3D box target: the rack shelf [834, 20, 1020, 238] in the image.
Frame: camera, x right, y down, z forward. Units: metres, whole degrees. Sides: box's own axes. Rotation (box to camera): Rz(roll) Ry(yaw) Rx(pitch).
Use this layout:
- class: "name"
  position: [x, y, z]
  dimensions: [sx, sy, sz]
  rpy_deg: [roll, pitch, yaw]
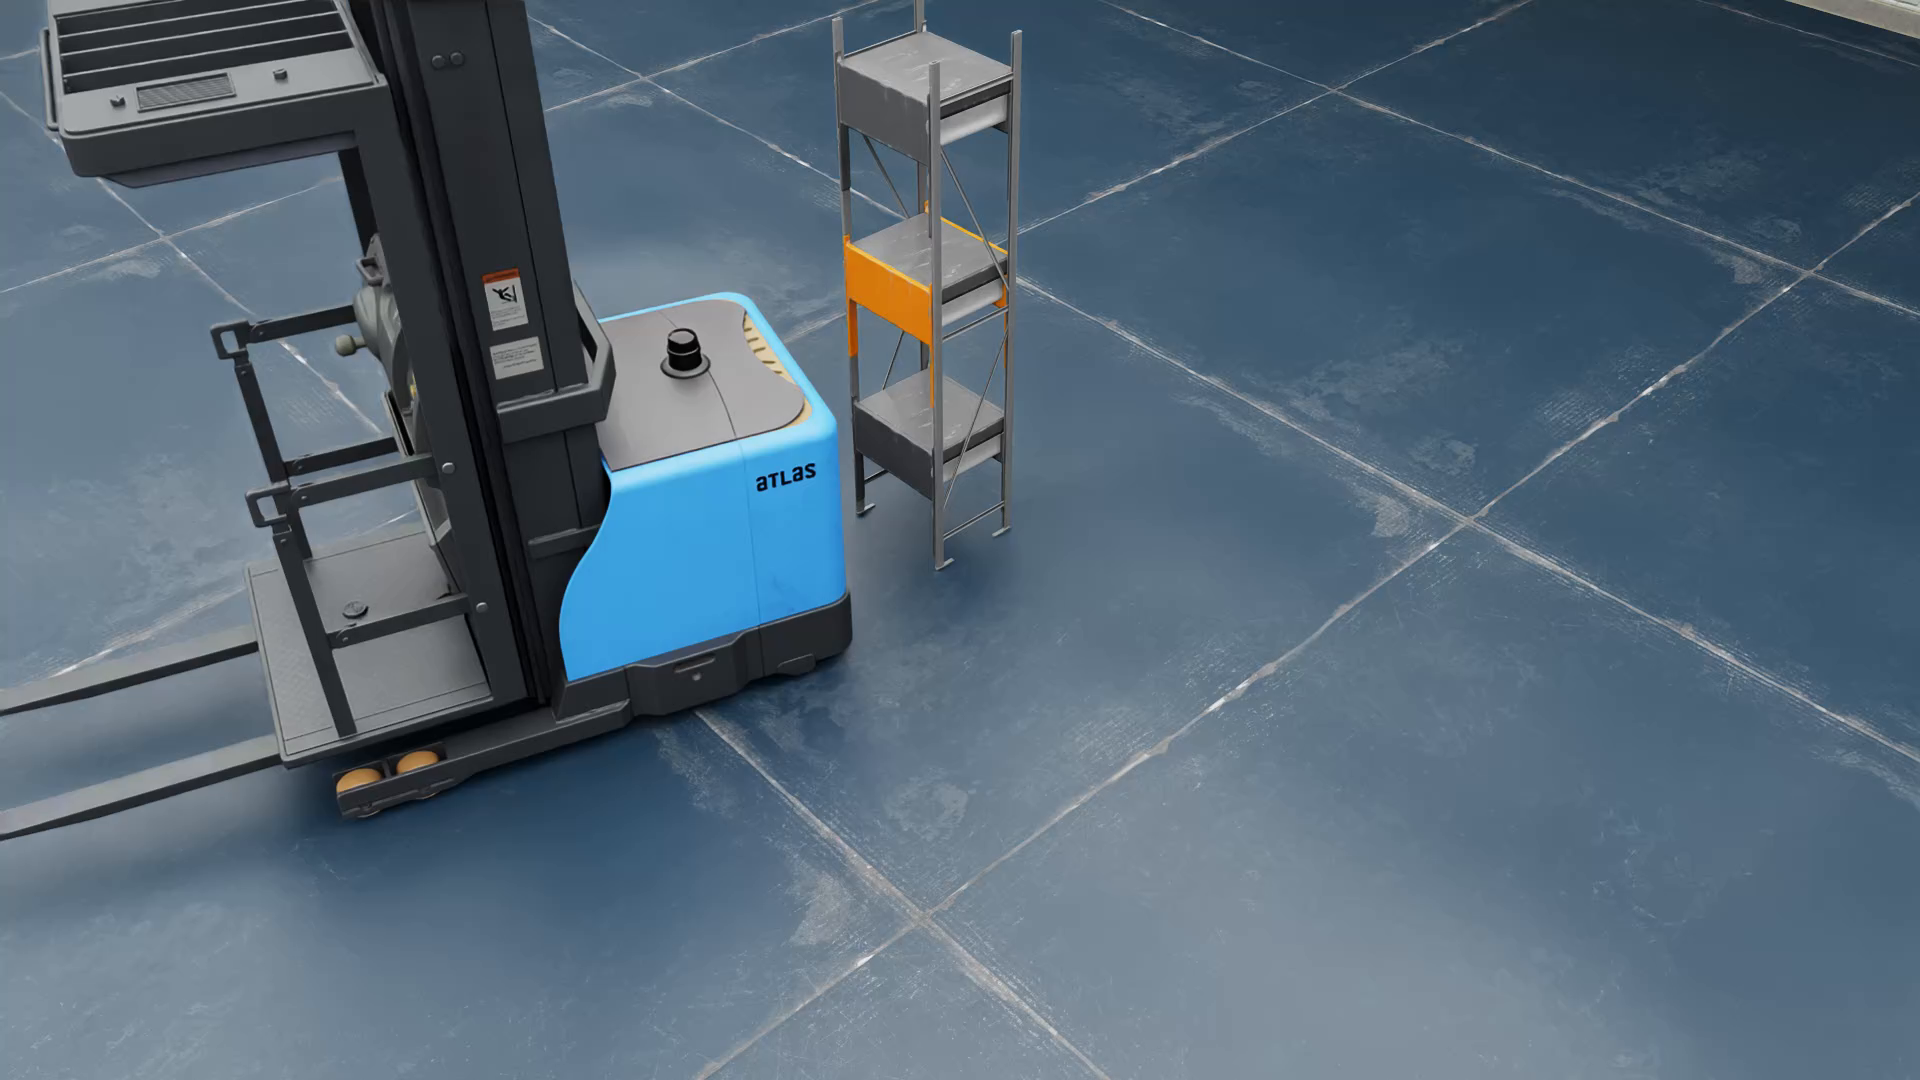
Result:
- class: "rack shelf"
  position: [-0.112, -1.427, 5.754]
  dimensions: [0.431, 0.518, 0.480]
  rpy_deg: [-30, 48, -32]

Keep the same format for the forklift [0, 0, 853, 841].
- class: "forklift"
  position: [-1.959, -0.587, 5.144]
  dimensions: [3.031, 2.935, 1.130]
  rpy_deg: [-16, 42, -19]

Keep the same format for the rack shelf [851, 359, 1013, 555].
- class: "rack shelf"
  position: [-0.112, -0.338, 6.634]
  dimensions: [0.431, 0.518, 0.480]
  rpy_deg: [-30, 48, -32]

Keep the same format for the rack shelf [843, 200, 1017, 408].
- class: "rack shelf"
  position: [-0.112, -0.883, 6.194]
  dimensions: [0.431, 0.518, 0.480]
  rpy_deg: [-30, 48, -32]

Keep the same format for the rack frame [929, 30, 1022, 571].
- class: "rack frame"
  position: [0.053, -0.781, 6.045]
  dimensions: [0.400, 2.100, 0.015]
  rpy_deg: [-30, 48, -32]

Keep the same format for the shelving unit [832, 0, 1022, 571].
- class: "shelving unit"
  position: [-0.112, -0.893, 6.185]
  dimensions: [0.431, 2.100, 0.503]
  rpy_deg: [-30, 48, -32]

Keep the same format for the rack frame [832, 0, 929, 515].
- class: "rack frame"
  position: [-0.277, -1.006, 6.325]
  dimensions: [0.400, 2.100, 0.015]
  rpy_deg: [-30, 48, -32]
